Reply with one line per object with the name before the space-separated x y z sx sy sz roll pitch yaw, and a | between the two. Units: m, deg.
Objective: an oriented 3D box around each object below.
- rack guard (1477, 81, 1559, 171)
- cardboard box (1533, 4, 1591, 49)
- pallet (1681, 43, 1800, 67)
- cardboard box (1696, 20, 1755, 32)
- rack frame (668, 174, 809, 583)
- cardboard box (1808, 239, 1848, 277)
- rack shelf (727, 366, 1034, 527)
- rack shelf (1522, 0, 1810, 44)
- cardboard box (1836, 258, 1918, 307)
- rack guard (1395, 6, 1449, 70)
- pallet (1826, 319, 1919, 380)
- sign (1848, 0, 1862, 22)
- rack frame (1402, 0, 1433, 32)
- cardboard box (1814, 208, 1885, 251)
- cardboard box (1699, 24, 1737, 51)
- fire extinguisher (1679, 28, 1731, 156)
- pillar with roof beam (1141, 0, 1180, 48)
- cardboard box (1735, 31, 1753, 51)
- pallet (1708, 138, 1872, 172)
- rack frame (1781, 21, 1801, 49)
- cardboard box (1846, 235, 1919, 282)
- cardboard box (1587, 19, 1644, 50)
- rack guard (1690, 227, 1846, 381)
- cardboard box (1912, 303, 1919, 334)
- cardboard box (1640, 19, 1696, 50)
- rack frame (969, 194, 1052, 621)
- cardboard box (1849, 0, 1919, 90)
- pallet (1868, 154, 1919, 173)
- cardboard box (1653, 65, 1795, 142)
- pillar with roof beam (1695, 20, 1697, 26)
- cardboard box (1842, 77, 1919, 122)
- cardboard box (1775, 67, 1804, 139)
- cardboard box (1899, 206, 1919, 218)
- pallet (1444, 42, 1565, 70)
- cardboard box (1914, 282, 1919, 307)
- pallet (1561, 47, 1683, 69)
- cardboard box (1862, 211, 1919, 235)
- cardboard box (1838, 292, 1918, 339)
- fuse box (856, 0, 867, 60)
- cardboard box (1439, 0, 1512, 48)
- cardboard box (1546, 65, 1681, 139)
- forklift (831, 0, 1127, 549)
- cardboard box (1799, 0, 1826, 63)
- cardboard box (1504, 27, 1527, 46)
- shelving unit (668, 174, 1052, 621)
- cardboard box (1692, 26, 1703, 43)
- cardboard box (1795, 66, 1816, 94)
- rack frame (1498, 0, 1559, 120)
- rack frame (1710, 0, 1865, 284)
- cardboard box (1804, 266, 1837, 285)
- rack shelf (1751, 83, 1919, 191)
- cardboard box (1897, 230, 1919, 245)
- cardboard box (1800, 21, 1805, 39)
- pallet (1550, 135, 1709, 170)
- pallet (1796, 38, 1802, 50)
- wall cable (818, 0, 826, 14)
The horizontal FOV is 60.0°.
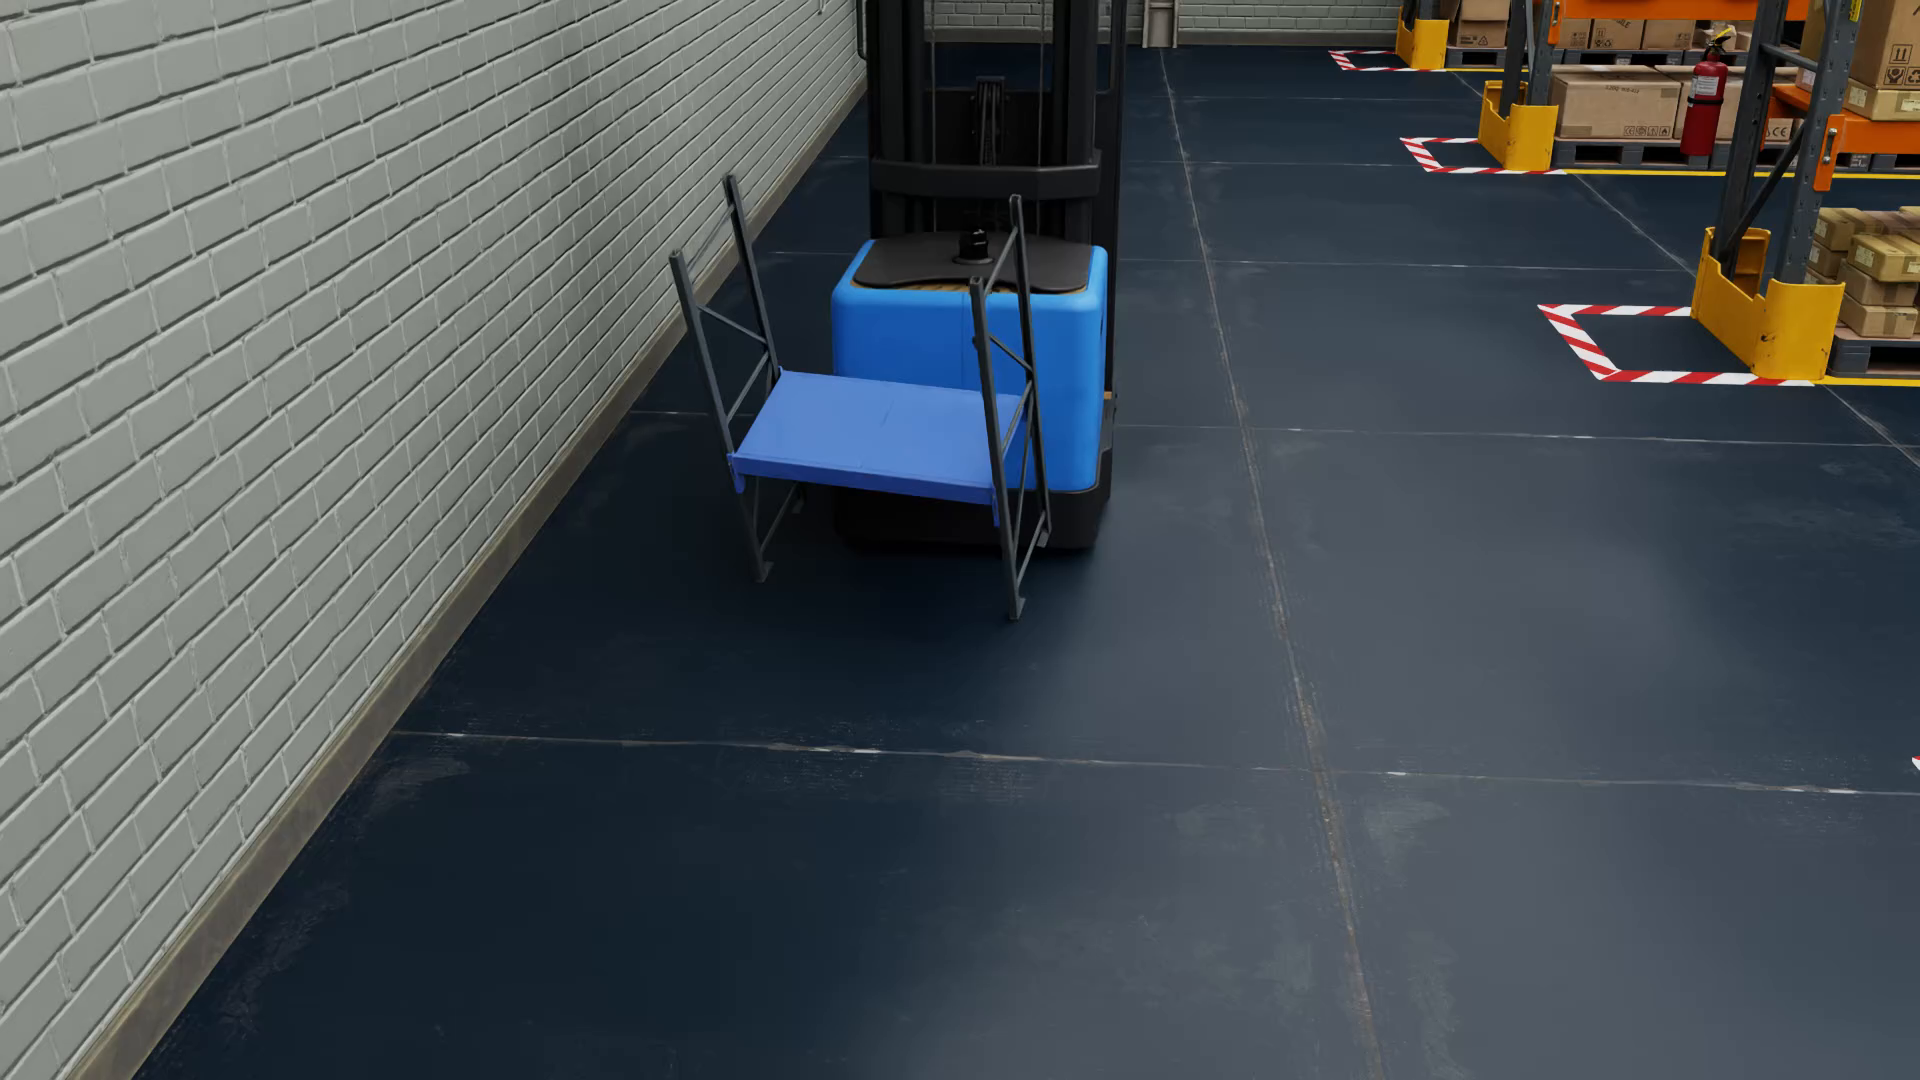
rack guard | 4.502 -3.362 13.458 0.348 0.500 1.175 2 25 4
cardboard box | 6.354 -5.518 17.641 0.500 0.500 0.700 3 25 6
pallet | 8.206 -5.193 17.783 1.213 0.211 1.003 2 25 4
cardboard box | 8.250 -5.526 17.886 0.500 0.311 0.500 3 25 6
rack frame | -0.777 -0.544 6.042 0.032 1.500 0.500 8 46 16
cardboard box | 4.796 -1.563 9.111 0.250 0.149 0.380 1 25 3
rack shelf | -0.275 -0.350 6.025 1.000 0.185 0.538 8 46 16
rack shelf | 6.520 -4.106 12.945 4.000 0.370 1.077 2 25 4
cardboard box | 4.751 -1.337 8.620 0.250 0.149 0.380 3 25 6
rack guard | 4.978 -5.427 17.947 0.348 0.500 1.175 2 25 4
pallet | 5.131 -1.120 8.932 1.213 0.211 1.003 2 25 4
sign | 4.206 -2.597 7.770 0.005 0.325 0.100 2 25 4
rack frame | 4.902 -6.565 17.430 0.127 3.000 1.000 2 25 4
cardboard box | 4.795 -1.685 9.019 0.250 0.149 0.380 2 25 5
cardboard box | 7.957 -5.293 17.433 0.258 0.266 0.396 3 25 6
fire extinguisher | 4.032 -2.426 8.973 0.183 0.674 0.296 2 25 4
pillar with roof beam | 1.953 -7.958 13.280 0.400 9.000 9.100 2 25 4
cardboard box | 8.313 -5.228 17.432 0.250 0.149 0.380 1 25 2
pallet | 6.542 -3.197 13.444 1.213 0.211 1.003 2 25 4
rack frame | 8.891 -6.437 17.152 0.127 3.000 1.000 2 25 4
cardboard box | 4.744 -1.438 8.482 0.250 0.149 0.380 1 25 2
cardboard box | 6.874 -5.459 17.514 0.500 0.500 0.500 2 25 5
rack guard | 4.324 -1.292 8.960 0.348 0.500 1.175 2 25 4
cardboard box | 5.013 -1.201 8.681 0.250 0.149 0.380 2 25 4
cardboard box | 7.389 -5.485 17.569 0.500 0.500 0.700 1 25 2
rack frame | 0.191 -0.414 5.760 0.032 1.500 0.500 8 46 16
cardboard box | 4.674 -2.481 8.078 0.500 0.500 0.500 3 25 6
pallet | 7.762 -3.159 13.362 1.213 0.211 1.003 2 25 4
cardboard box | 6.105 -3.518 13.370 0.875 0.438 0.875 2 25 5
pillar with roof beam | 7.936 -7.766 12.863 0.400 9.000 9.100 2 25 4
cardboard box | 4.546 -2.169 8.176 0.250 0.149 0.380 2 25 4
cardboard box | 7.004 -3.489 13.306 0.875 0.438 0.875 1 25 2
cardboard box | 5.309 -1.697 9.047 0.250 0.149 0.380 1 25 3
pallet | 5.773 -5.271 17.953 1.213 0.211 1.003 2 25 4
cardboard box | 5.019 -1.305 8.550 0.250 0.149 0.380 2 25 4
pallet | 6.986 -5.231 17.866 1.213 0.211 1.003 2 25 4
cardboard box | 5.041 -1.653 8.950 0.250 0.149 0.380 2 25 5
cardboard box | 4.746 -1.176 8.625 0.250 0.149 0.380 2 25 5
fuse box | -0.792 -4.953 15.466 0.414 1.711 0.539 2 25 4
cardboard box | 5.505 -5.563 17.735 0.637 0.503 0.797 1 25 2
cardboard box | 5.192 -3.544 13.426 0.875 0.438 0.875 1 25 2
forklift | 0.178 -1.880 7.330 1.130 2.935 3.031 3 25 6
cardboard box | 4.716 -2.704 8.562 0.500 0.500 0.500 2 25 5
cardboard box | 5.926 -5.372 17.745 0.250 0.149 0.380 1 25 2
shelving unit | -0.293 -0.479 5.901 1.048 1.500 0.538 8 46 16
cardboard box | 7.818 -5.467 17.950 0.250 0.149 0.380 2 25 3
cardboard box | 4.595 -2.423 8.729 0.250 0.149 0.380 2 25 4
rack frame | 4.526 -4.496 12.934 0.127 3.000 1.000 2 25 4
rack frame | 4.248 -2.430 8.443 0.127 3.000 1.000 2 25 4
cardboard box | 4.789 -1.396 9.103 0.250 0.149 0.380 2 25 5
rack shelf | 6.242 -2.039 8.454 4.000 0.370 1.077 2 25 4
cardboard box | 5.028 -1.479 8.572 0.250 0.149 0.380 2 25 5
cardboard box | 9.403 -5.600 17.820 0.500 0.500 0.500 2 25 4
pallet | 5.329 -3.237 13.532 1.213 0.211 1.003 2 25 4
pallet | 9.704 -5.160 17.712 1.213 0.211 1.003 2 25 4
wall cable | -1.098 -5.143 13.086 0.123 1.953 0.585 2 25 4
